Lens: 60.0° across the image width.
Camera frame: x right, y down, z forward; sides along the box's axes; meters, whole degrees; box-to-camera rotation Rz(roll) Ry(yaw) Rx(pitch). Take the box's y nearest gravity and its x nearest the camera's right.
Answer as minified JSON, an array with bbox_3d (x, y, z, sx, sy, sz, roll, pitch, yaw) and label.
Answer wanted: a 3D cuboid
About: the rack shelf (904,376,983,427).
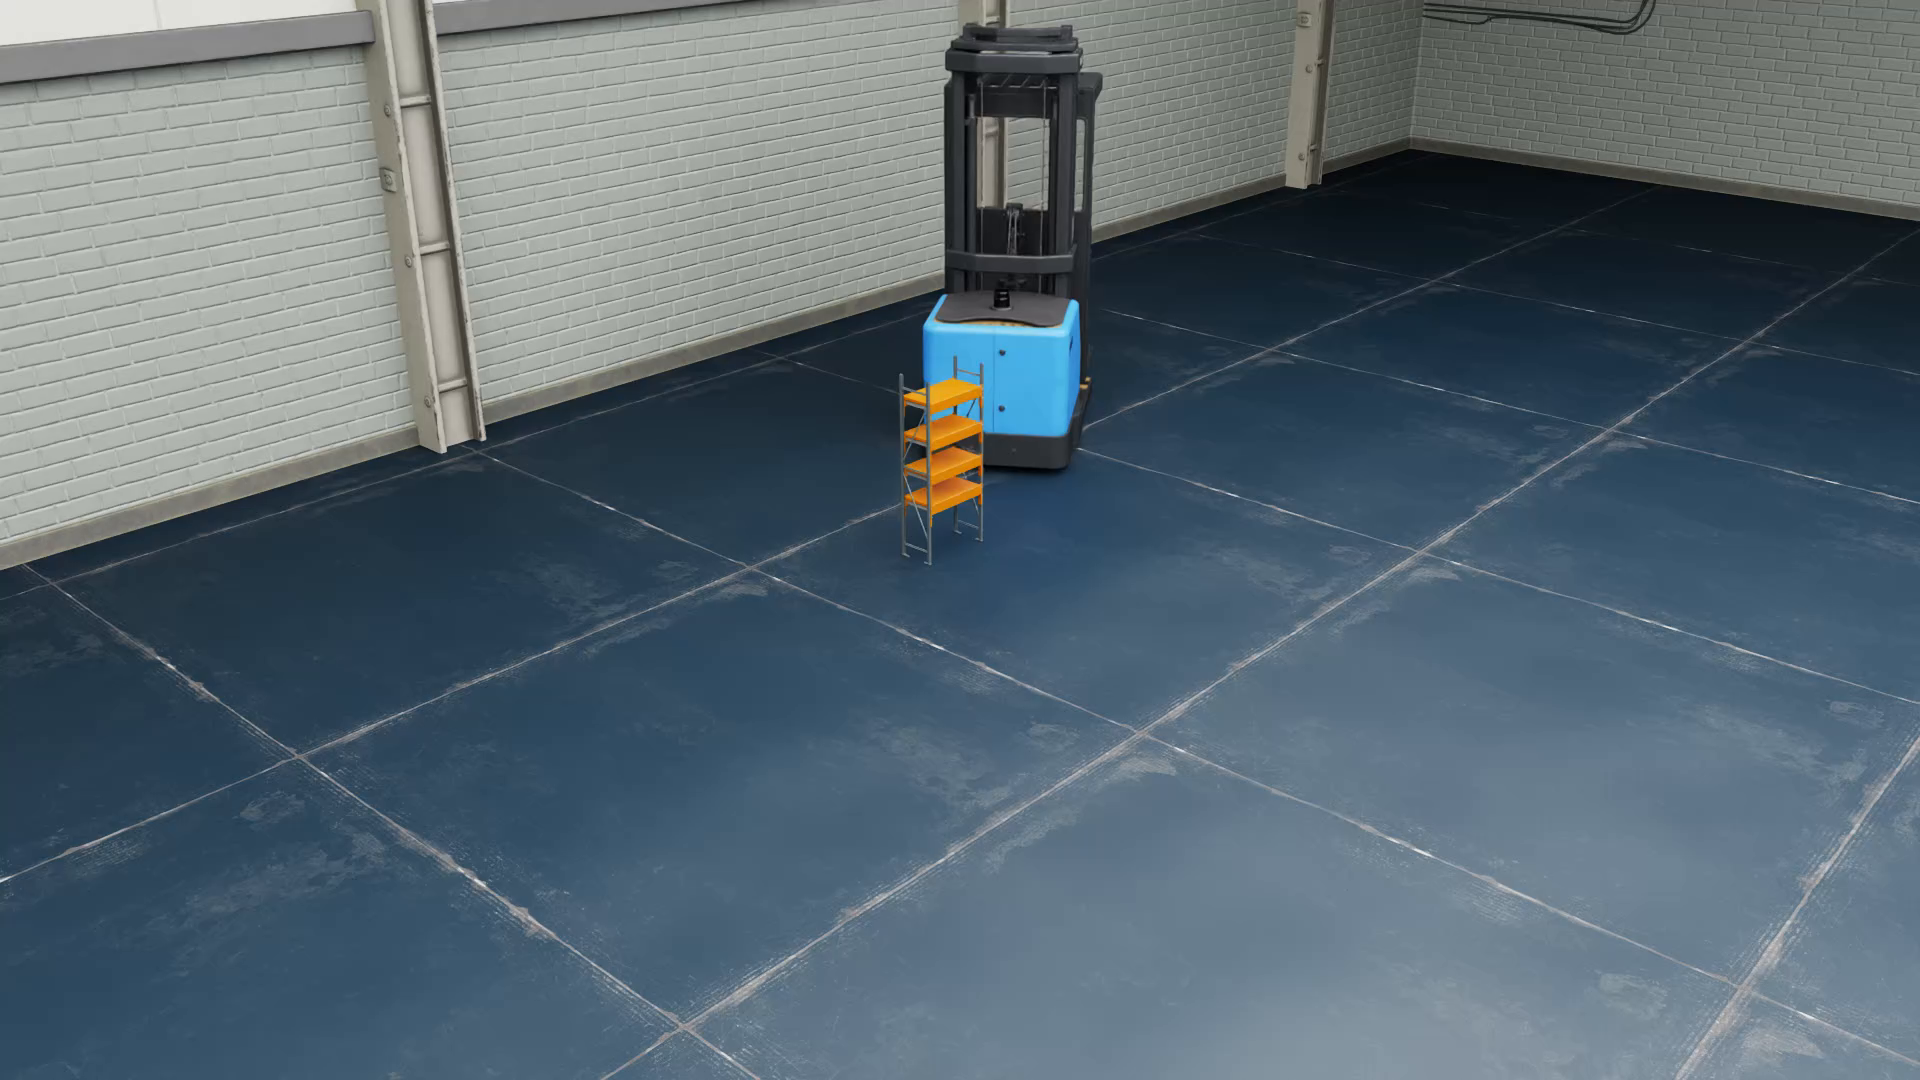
[{"bbox_3d":[-0.110,-0.856,10.231,0.258,0.148,0.480,20,31,38],"label":"rack shelf"}]

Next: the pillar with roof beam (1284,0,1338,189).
[{"bbox_3d":[7.434,-7.321,16.079,9.100,9.000,0.400,20,31,38],"label":"pillar with roof beam"}]

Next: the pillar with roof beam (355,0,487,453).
[{"bbox_3d":[-0.575,-3.665,7.925,9.100,9.000,0.400,20,31,38],"label":"pillar with roof beam"}]

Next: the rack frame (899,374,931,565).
[{"bbox_3d":[-0.273,-0.423,10.226,0.240,1.200,0.015,20,31,38],"label":"rack frame"}]

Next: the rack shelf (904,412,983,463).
[{"bbox_3d":[-0.110,-0.640,10.328,0.258,0.148,0.480,20,31,38],"label":"rack shelf"}]

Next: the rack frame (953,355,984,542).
[{"bbox_3d":[0.052,-0.571,10.558,0.240,1.200,0.015,20,31,38],"label":"rack frame"}]

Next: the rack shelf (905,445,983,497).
[{"bbox_3d":[-0.110,-0.436,10.420,0.258,0.148,0.480,20,31,38],"label":"rack shelf"}]

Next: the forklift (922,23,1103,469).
[{"bbox_3d":[0.466,-2.411,12.544,1.130,2.935,3.031,4,24,8],"label":"forklift"}]

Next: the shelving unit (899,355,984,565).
[{"bbox_3d":[-0.110,-0.497,10.392,0.258,1.200,0.503,20,31,38],"label":"shelving unit"}]

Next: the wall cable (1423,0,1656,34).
[{"bbox_3d":[7.179,-7.616,20.532,3.097,2.526,0.112,20,31,38],"label":"wall cable"}]

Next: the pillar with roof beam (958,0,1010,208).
[{"bbox_3d":[3.429,-5.493,12.002,9.100,9.000,0.400,20,31,38],"label":"pillar with roof beam"}]

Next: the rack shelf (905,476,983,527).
[{"bbox_3d":[-0.110,-0.254,10.501,0.258,0.148,0.480,20,31,38],"label":"rack shelf"}]
